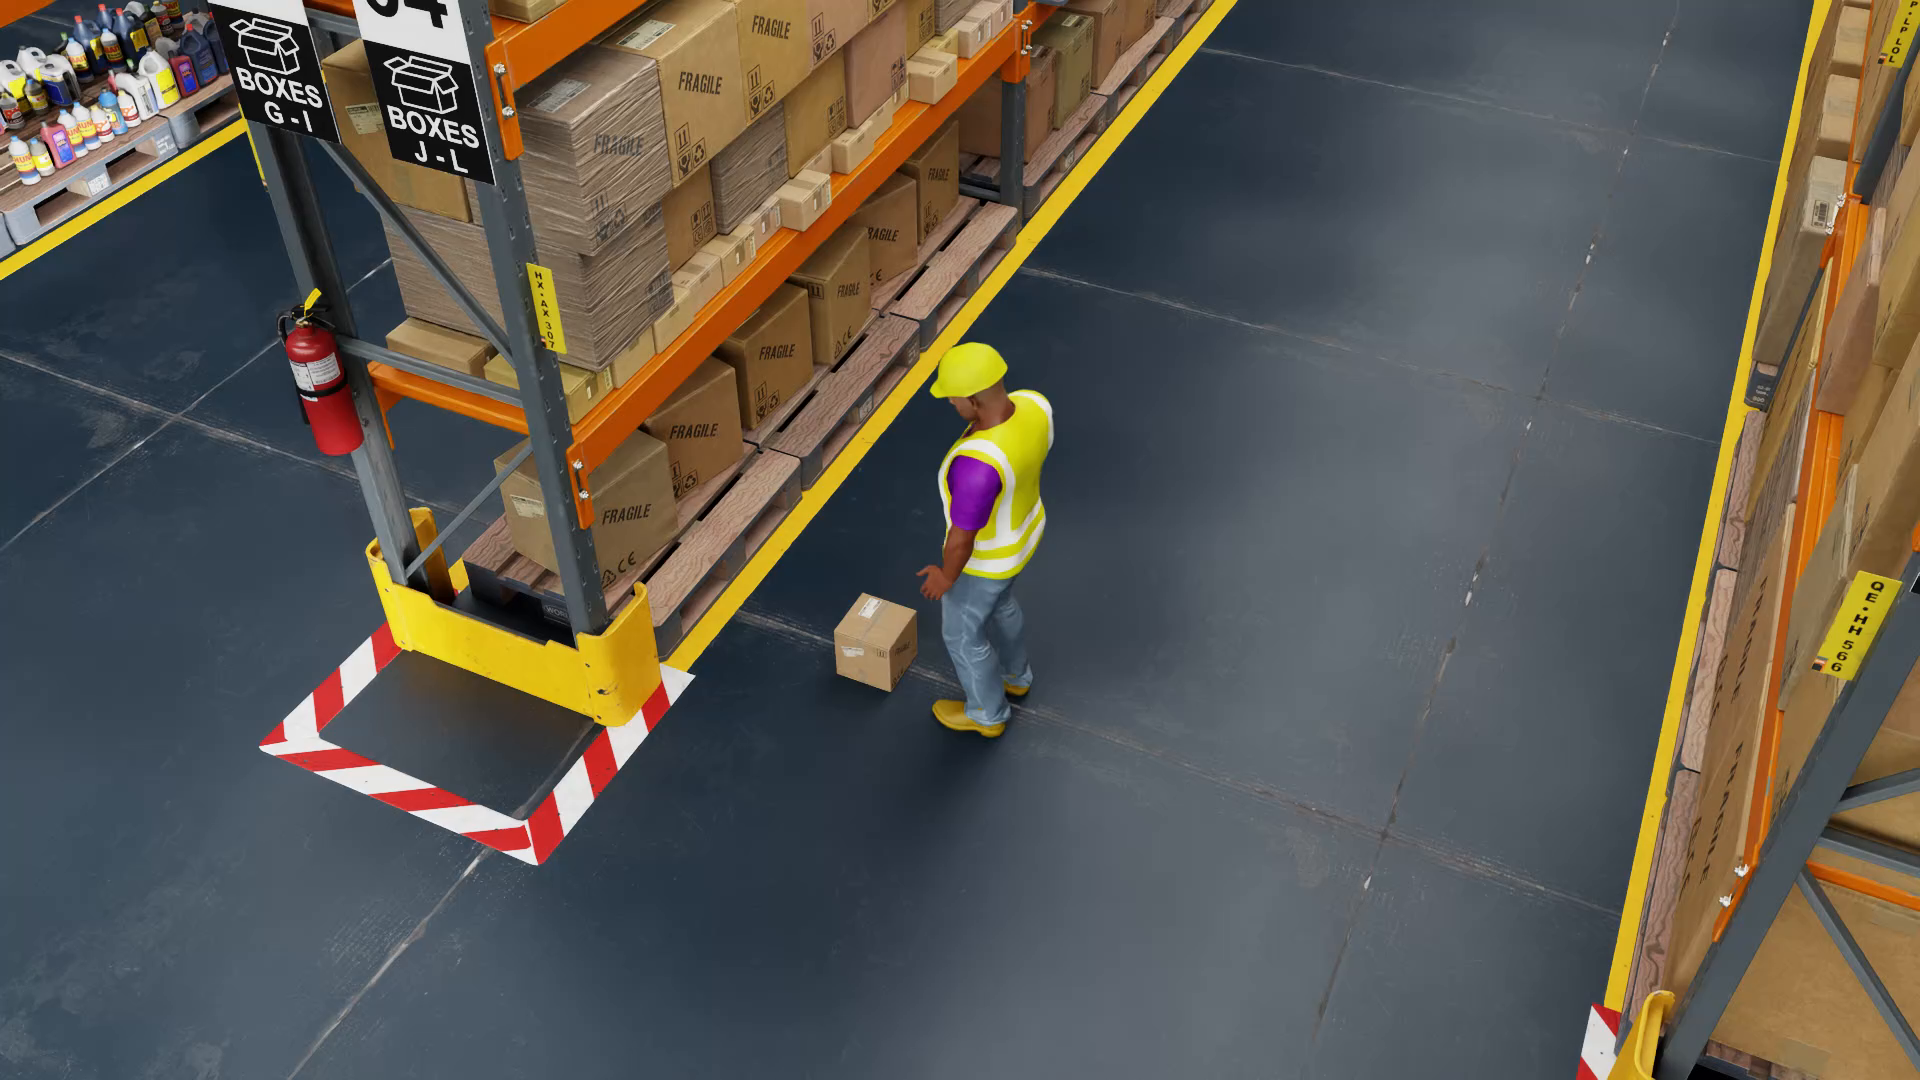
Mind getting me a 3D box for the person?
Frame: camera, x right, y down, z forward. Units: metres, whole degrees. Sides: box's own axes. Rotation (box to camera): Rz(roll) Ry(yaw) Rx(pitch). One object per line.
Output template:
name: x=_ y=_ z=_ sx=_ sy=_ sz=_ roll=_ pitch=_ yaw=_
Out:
person: x=0.087 y=0.014 z=6.139 sx=0.390 sy=1.748 sz=0.575 roll=18 pitch=45 yaw=19
